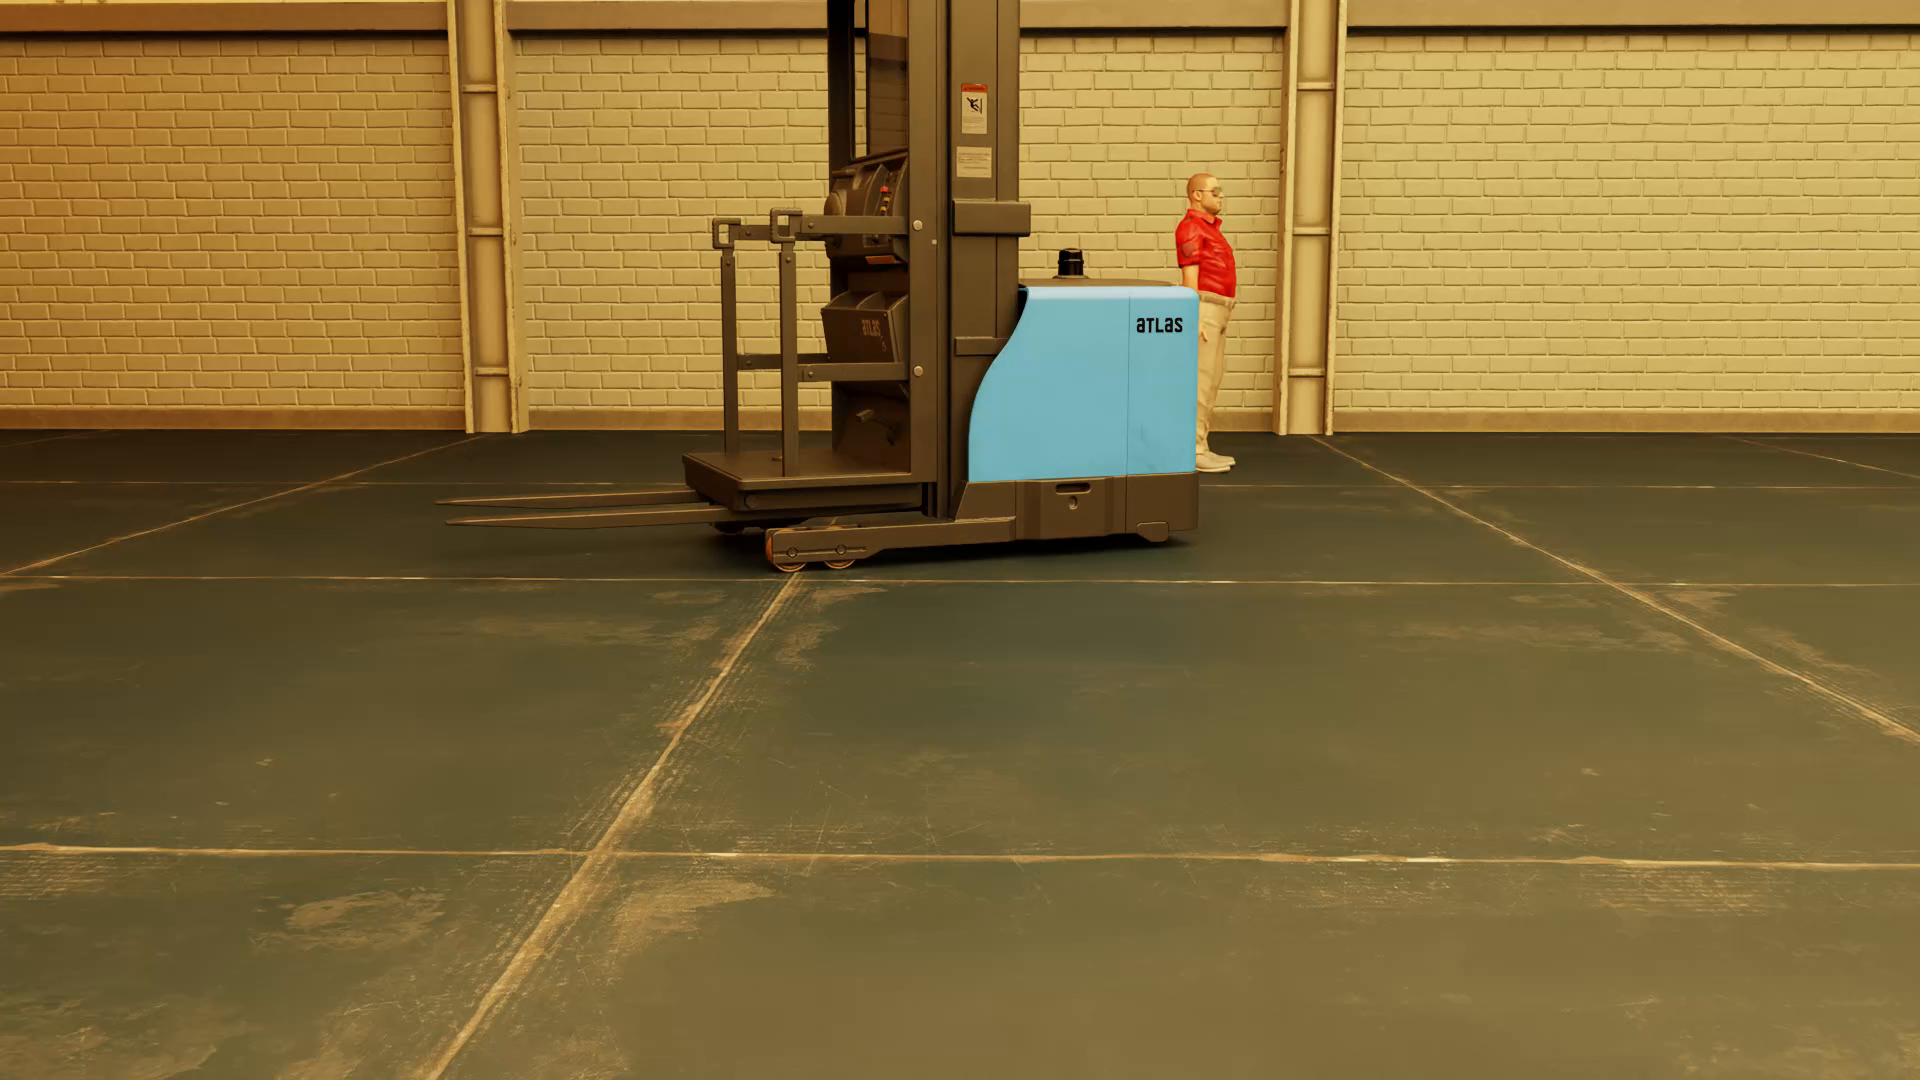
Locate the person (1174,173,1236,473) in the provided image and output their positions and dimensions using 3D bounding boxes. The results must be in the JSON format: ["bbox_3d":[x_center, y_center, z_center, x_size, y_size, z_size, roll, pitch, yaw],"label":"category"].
[{"bbox_3d":[1.447,-1.281,9.807,0.389,1.728,0.528,3,9,17],"label":"person"}]

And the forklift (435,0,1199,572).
[{"bbox_3d":[-0.569,-1.416,6.694,3.031,2.935,1.130,-3,9,-20],"label":"forklift"}]
